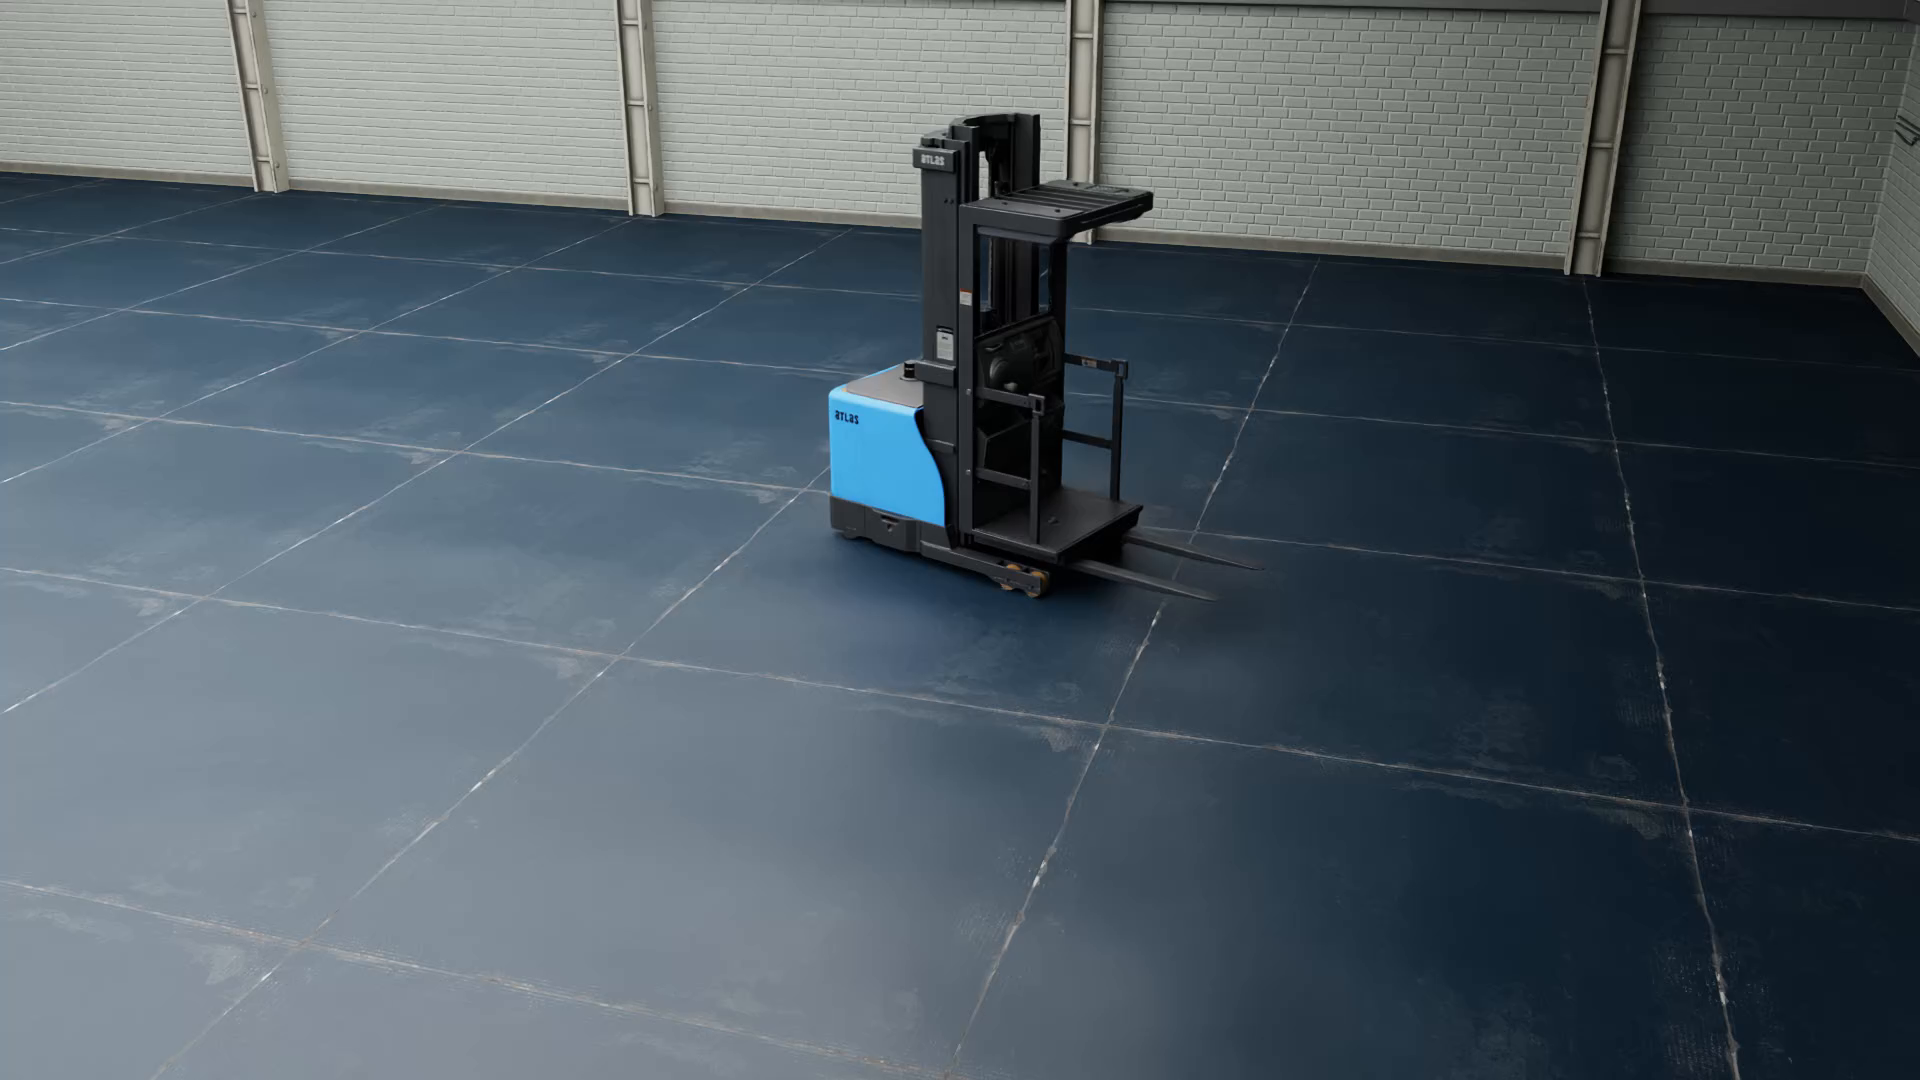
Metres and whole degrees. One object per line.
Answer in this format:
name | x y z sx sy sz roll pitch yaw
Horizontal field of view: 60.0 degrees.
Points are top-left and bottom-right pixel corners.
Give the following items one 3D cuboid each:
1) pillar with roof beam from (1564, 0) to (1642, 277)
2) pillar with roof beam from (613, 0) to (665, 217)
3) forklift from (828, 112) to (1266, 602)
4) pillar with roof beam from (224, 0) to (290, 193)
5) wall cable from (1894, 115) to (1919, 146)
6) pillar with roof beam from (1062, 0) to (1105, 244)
pillar with roof beam | 6.001 -5.713 13.839 0.400 9.000 9.100 7 23 16
pillar with roof beam | -5.488 -7.028 17.046 0.400 9.000 9.100 7 23 16
forklift | 0.562 -1.213 10.865 3.031 2.935 1.130 16 27 33
pillar with roof beam | -11.232 -7.686 18.650 0.400 9.000 9.100 7 23 16
wall cable | 9.683 -5.037 16.283 0.112 2.526 3.097 7 23 16
pillar with roof beam | 0.257 -6.370 15.443 0.400 9.000 9.100 7 23 16
